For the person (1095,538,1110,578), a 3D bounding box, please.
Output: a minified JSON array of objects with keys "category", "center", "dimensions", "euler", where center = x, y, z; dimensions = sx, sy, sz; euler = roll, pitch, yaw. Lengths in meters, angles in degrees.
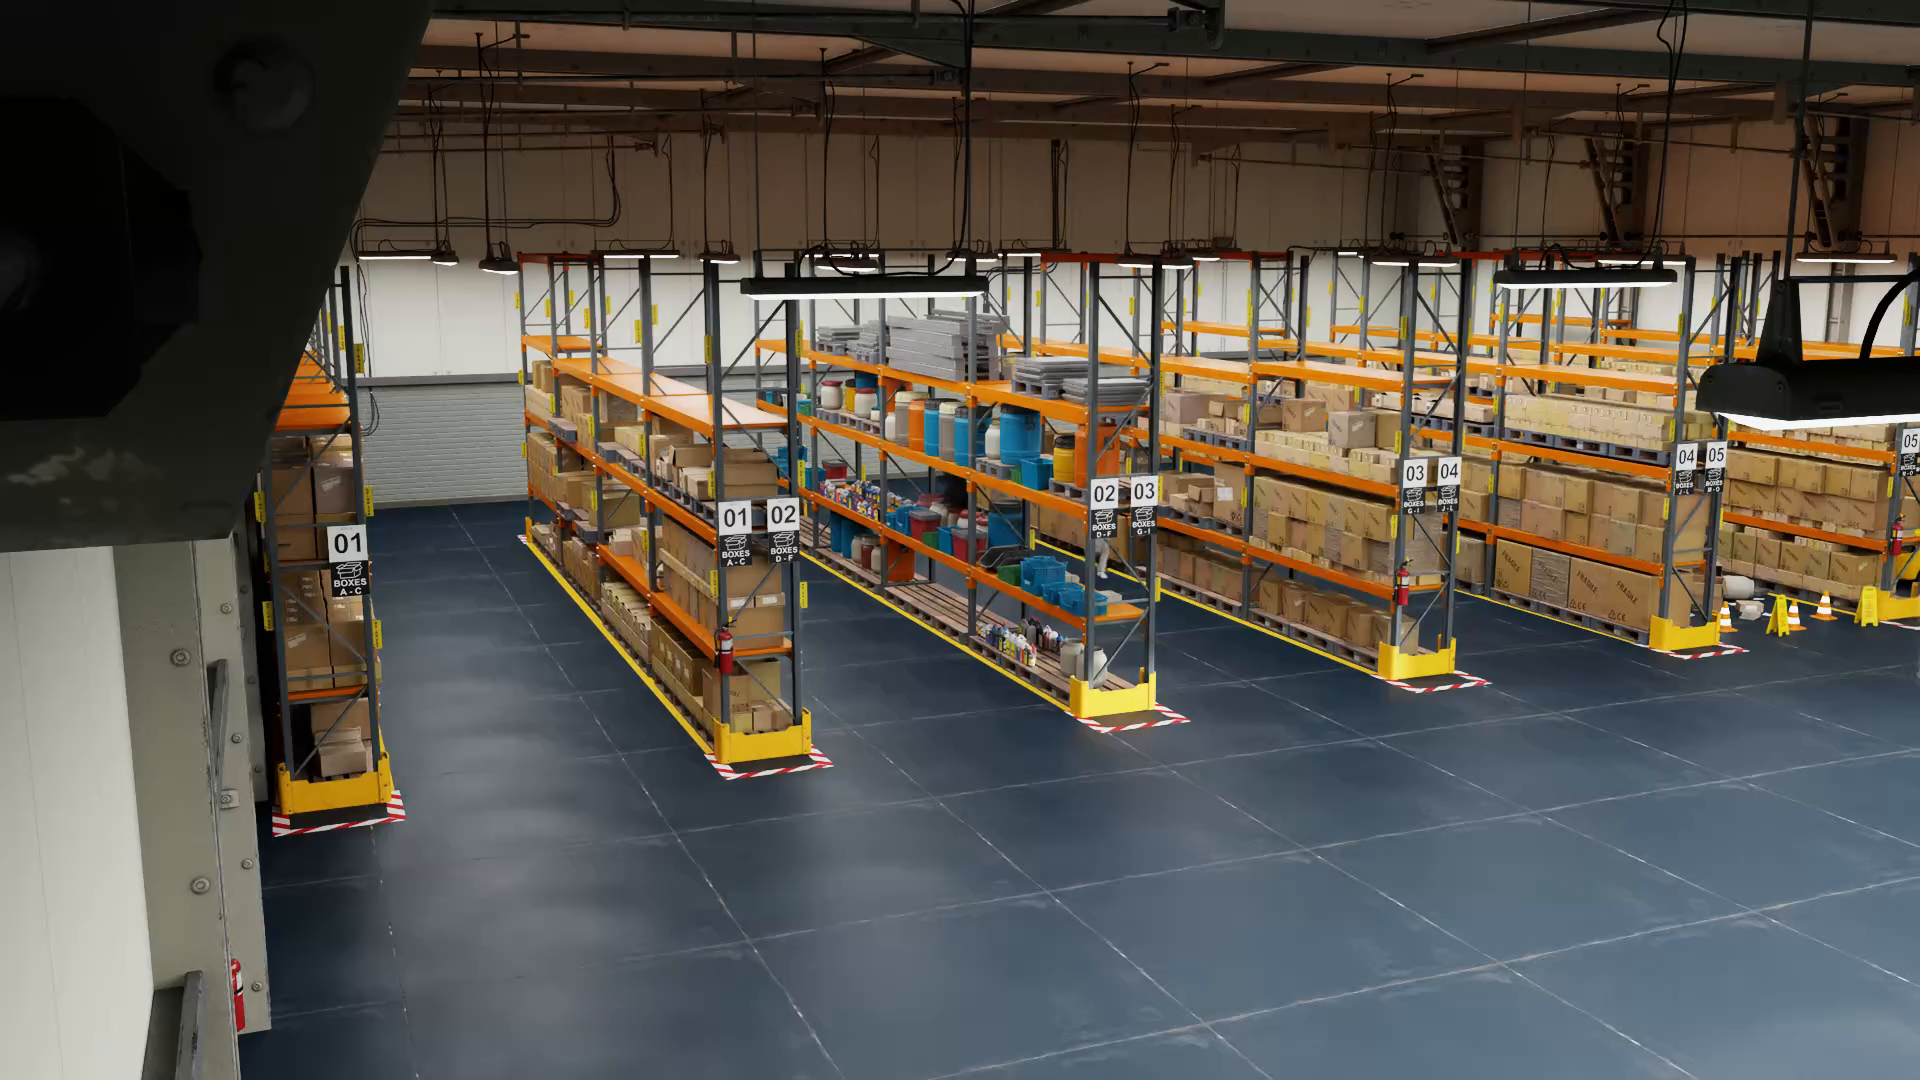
[{"category":"person","center":[2.533,-0.183,29.913],"dimensions":[0.589,1.659,0.713],"euler":[-5,12,-28]}]
